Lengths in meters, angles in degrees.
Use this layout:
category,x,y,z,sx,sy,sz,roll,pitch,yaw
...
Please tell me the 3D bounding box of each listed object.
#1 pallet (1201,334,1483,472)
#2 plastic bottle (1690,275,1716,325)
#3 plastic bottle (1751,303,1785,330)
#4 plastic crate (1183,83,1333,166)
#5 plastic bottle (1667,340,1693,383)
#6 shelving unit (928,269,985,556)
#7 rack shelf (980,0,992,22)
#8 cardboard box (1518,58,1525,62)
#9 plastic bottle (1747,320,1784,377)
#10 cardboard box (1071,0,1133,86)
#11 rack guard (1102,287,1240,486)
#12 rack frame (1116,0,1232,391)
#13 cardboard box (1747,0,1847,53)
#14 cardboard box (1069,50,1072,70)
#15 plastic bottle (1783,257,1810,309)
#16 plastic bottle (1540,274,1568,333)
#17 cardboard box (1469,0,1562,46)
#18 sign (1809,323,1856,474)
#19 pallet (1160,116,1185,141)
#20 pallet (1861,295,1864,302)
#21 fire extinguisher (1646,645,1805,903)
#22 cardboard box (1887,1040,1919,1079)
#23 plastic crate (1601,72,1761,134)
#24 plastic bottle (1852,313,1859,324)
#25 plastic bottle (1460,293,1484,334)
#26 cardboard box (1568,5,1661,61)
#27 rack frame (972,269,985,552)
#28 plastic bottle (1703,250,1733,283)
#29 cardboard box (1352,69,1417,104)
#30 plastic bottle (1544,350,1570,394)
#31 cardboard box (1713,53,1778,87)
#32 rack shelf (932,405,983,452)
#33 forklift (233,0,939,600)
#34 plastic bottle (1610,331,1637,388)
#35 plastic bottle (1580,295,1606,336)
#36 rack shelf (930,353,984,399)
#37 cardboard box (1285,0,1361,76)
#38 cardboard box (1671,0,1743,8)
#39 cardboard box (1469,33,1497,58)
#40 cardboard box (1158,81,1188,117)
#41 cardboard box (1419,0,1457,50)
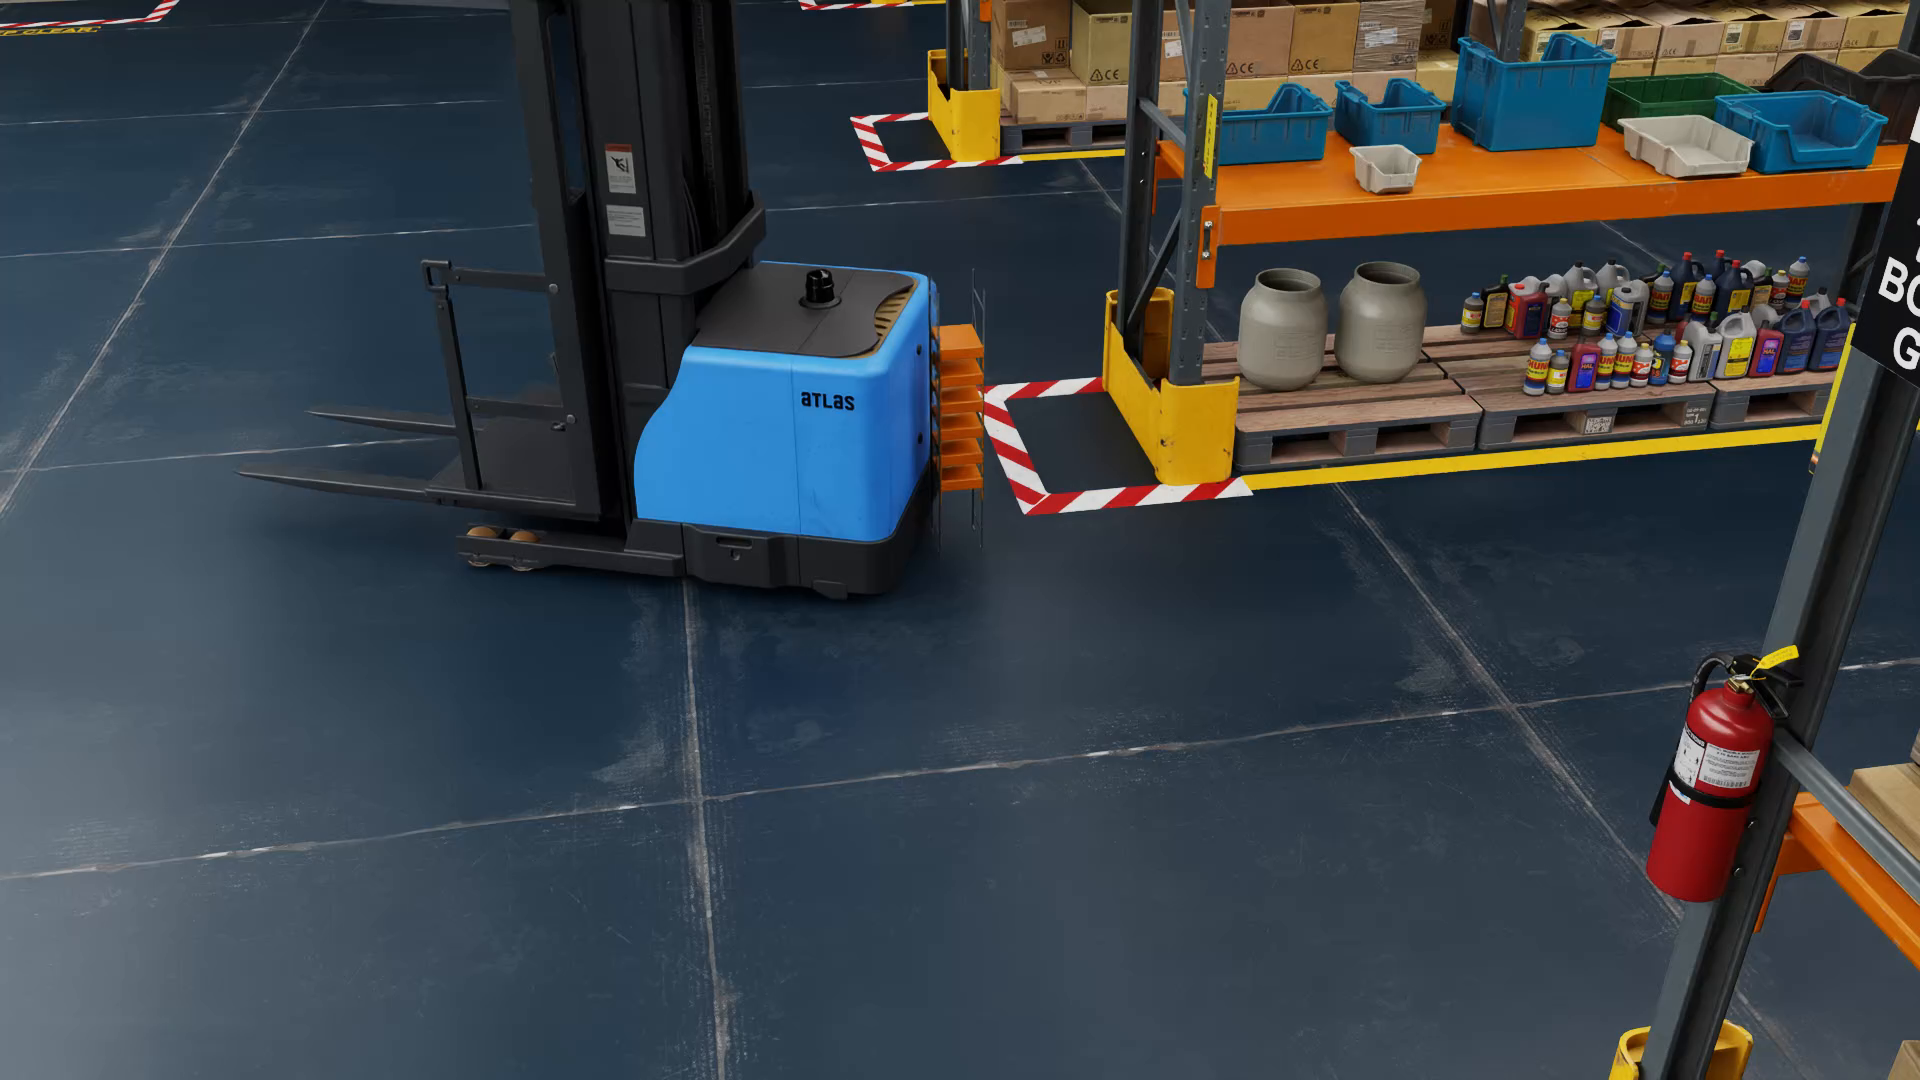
category,x,y,z,sx,sy,sz,roll,pitch,yaw
pallet,1.800,-0.713,8.255,1.213,0.211,1.003,-5,31,-9
plastic bottle,3.878,-1.252,8.678,0.097,0.271,0.097,0,30,0
plastic bottle,4.046,-1.046,8.322,0.135,0.276,0.152,-5,31,-9
plastic crate,1.372,-1.944,7.744,0.616,0.251,0.499,-5,31,-9
plastic bottle,3.508,-0.875,8.106,0.097,0.201,0.097,0,30,0
shelving unit,-0.014,-0.516,6.944,0.189,1.200,0.258,-5,31,-9
rack shelf,2.012,-4.156,12.068,4.000,0.370,1.077,-5,31,-9
cardboard box,4.421,-3.558,12.640,0.500,0.250,0.500,-6,31,-10
plastic bottle,3.945,-0.942,8.138,0.133,0.283,0.061,-3,31,-6
cardboard box,1.104,-3.587,11.950,0.500,0.500,0.500,-5,31,-9
rack guard,1.000,-0.766,8.060,0.348,0.500,1.175,-5,31,-9
rack frame,0.933,-1.814,7.375,0.127,3.000,1.000,-5,31,-9
cardboard box,6.436,-3.985,12.814,0.500,0.311,0.500,-5,31,-9
cardboard box,1.009,-3.527,12.588,0.500,0.250,0.500,-5,31,-9
plastic bottle,4.476,-1.382,8.898,0.097,0.271,0.097,0,30,0
plastic bottle,3.050,-1.237,8.648,0.135,0.276,0.152,-6,31,-10
cardboard box,4.326,-4.066,12.951,0.500,0.311,0.500,-5,31,-9
sign,1.745,-0.258,3.275,0.005,0.325,0.100,-5,31,-9
pallet,1.987,-3.282,12.623,1.213,0.211,1.003,-5,31,-9
pallet,5.634,-1.068,8.858,1.213,0.211,1.003,-5,31,-9
fire extinguisher,1.630,0.470,3.568,0.183,0.674,0.296,-5,31,-9
cardboard box,2.443,1.504,3.785,0.500,0.500,0.500,0,30,0
plastic crate,3.482,-2.104,8.078,0.662,0.188,0.450,-5,31,-9
plastic bottle,4.454,-0.989,8.219,0.133,0.283,0.061,-4,31,-6
plastic bottle,2.661,-1.183,8.630,0.097,0.201,0.097,0,30,0
cardboard box,4.924,-3.843,12.571,0.500,0.311,0.500,-6,31,-10
rack frame,0.076,-0.524,6.958,0.006,1.200,0.240,-5,31,-9
plastic bottle,3.999,-1.360,8.782,0.185,0.351,0.144,-4,31,-8
cardboard box,3.069,-3.452,12.460,0.500,0.250,0.500,-5,31,-9
plastic bottle,2.875,-0.817,8.006,0.097,0.201,0.097,0,30,0
cardboard box,5.934,-3.698,12.879,0.500,0.250,0.500,-5,31,-8
rack shelf,-0.014,-0.478,6.966,0.180,0.103,0.258,-5,31,-9
forklift,-1.656,-1.385,6.714,3.031,2.935,1.130,6,31,10
plastic bottle,3.209,-0.878,8.041,0.097,0.271,0.097,0,30,0
plastic bottle,3.277,-1.166,8.600,0.097,0.201,0.097,0,30,0
rack shelf,-0.014,-0.684,6.844,0.180,0.103,0.258,-5,31,-9
cardboard box,2.578,-3.729,12.191,0.500,0.500,0.500,-5,31,-9
cardboard box,5.823,-4.205,13.187,0.500,0.311,0.500,-6,31,-10
cardboard box,4.335,-3.827,13.097,0.500,0.250,0.500,-6,31,-9
cardboard box,1.596,-3.310,12.219,0.500,0.250,0.500,-5,31,-9
cardboard box,3.467,-4.081,12.790,0.500,0.500,0.500,-5,31,-9
